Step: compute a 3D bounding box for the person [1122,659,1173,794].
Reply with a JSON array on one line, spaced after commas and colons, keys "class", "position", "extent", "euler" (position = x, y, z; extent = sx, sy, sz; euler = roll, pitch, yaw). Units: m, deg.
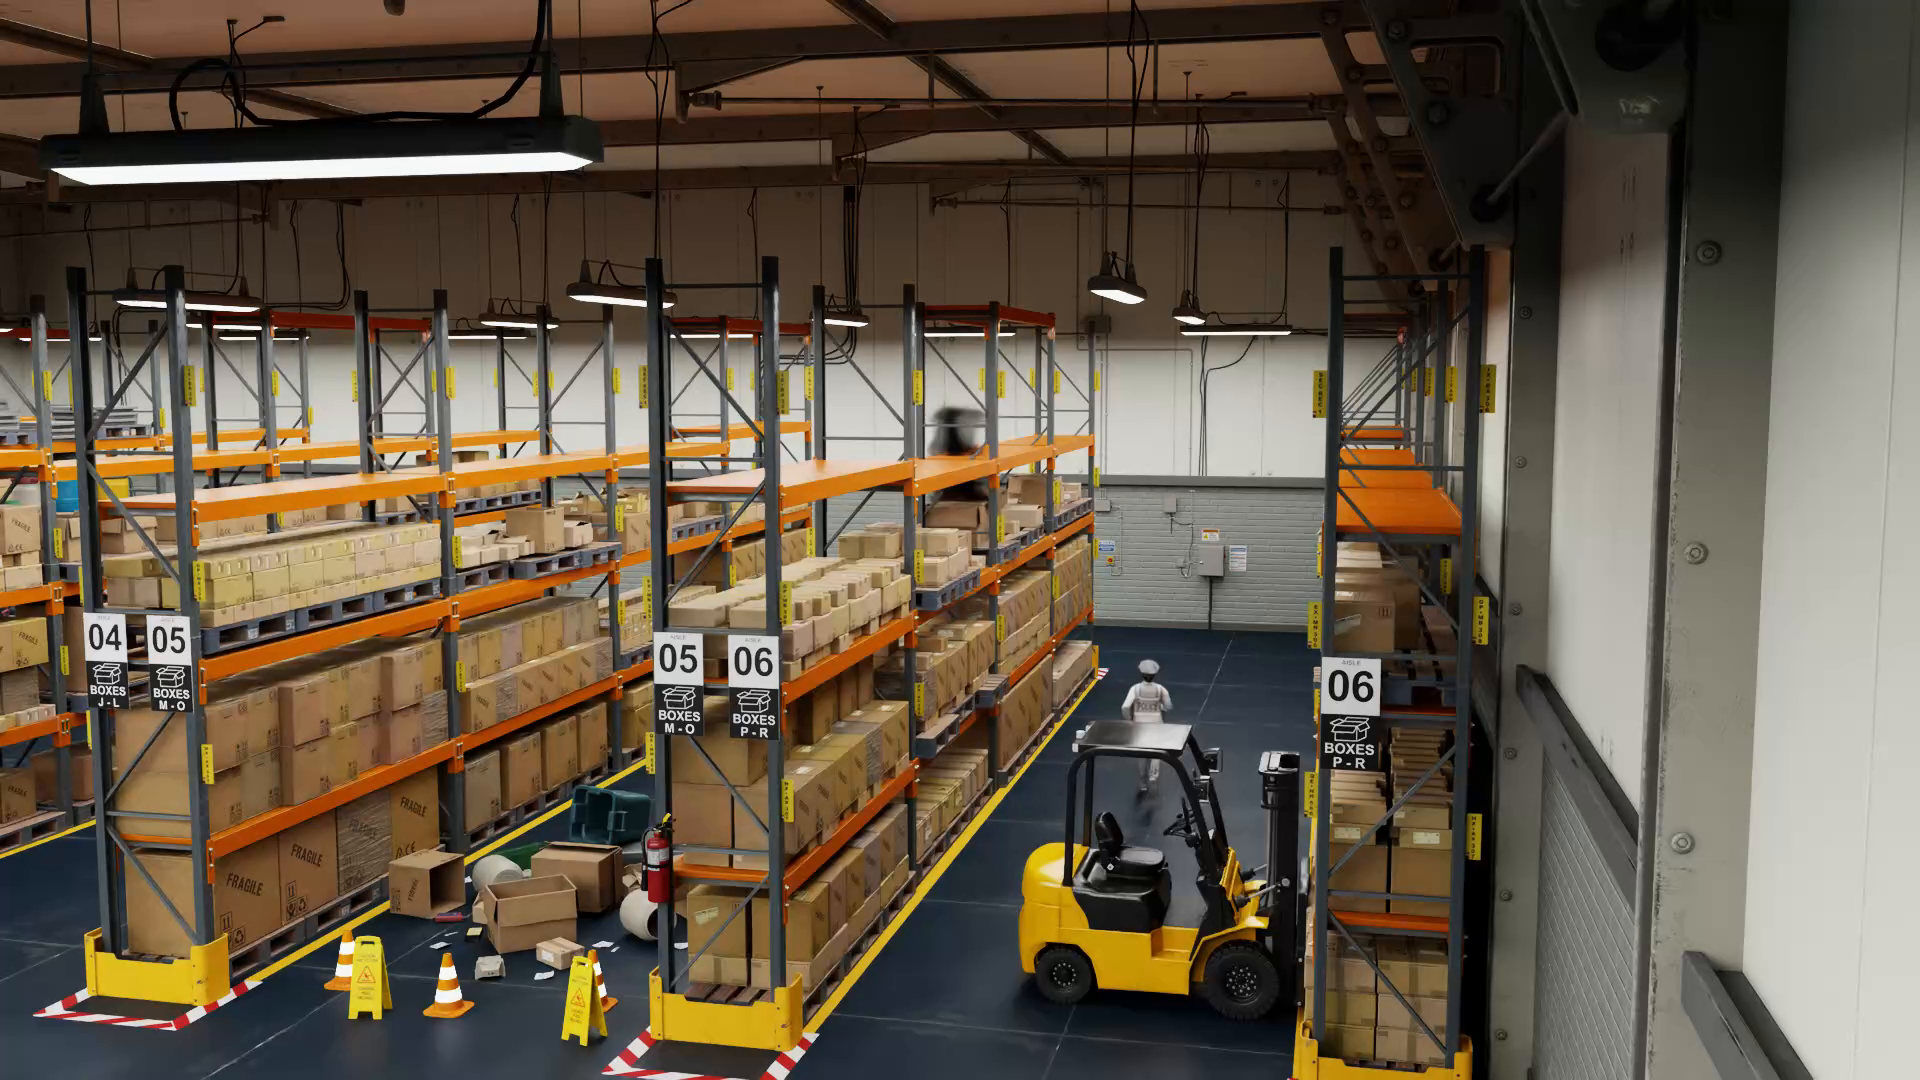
[{"class": "person", "position": [2.277, 2.284, 20.221], "extent": [0.615, 1.660, 0.870], "euler": [1, 6, 7]}]

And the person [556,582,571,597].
[{"class": "person", "position": [-7.889, 1.045, 32.409], "extent": [0.652, 1.730, 1.006], "euler": [-5, 8, -41]}]
